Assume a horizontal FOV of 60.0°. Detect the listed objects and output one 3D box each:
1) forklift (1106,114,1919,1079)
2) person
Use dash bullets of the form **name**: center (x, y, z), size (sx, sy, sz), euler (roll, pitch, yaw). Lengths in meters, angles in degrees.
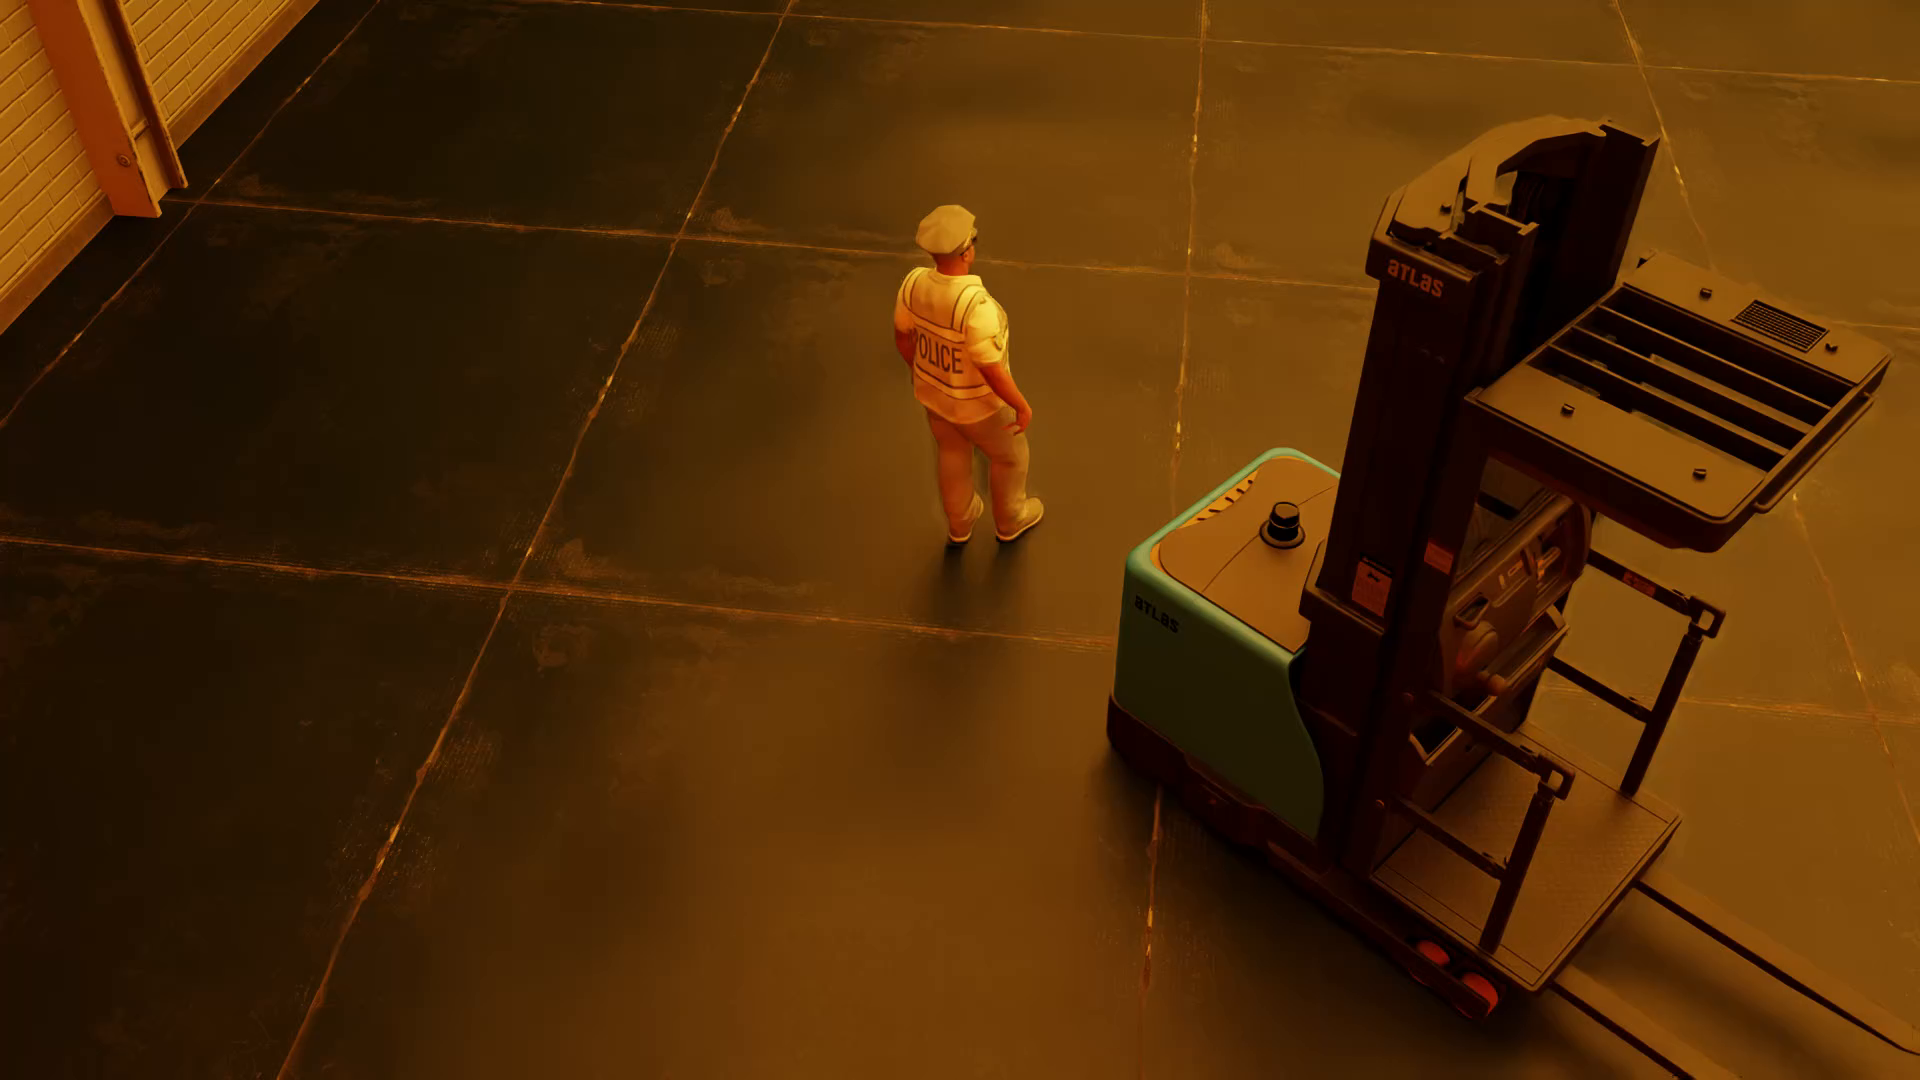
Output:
- **forklift**: center (2.005, 0.246, 5.457), size (1.130, 2.935, 3.031), euler (-34, 52, -31)
- **person**: center (0.099, -0.716, 7.365), size (0.659, 1.767, 0.608), euler (32, 51, 30)
